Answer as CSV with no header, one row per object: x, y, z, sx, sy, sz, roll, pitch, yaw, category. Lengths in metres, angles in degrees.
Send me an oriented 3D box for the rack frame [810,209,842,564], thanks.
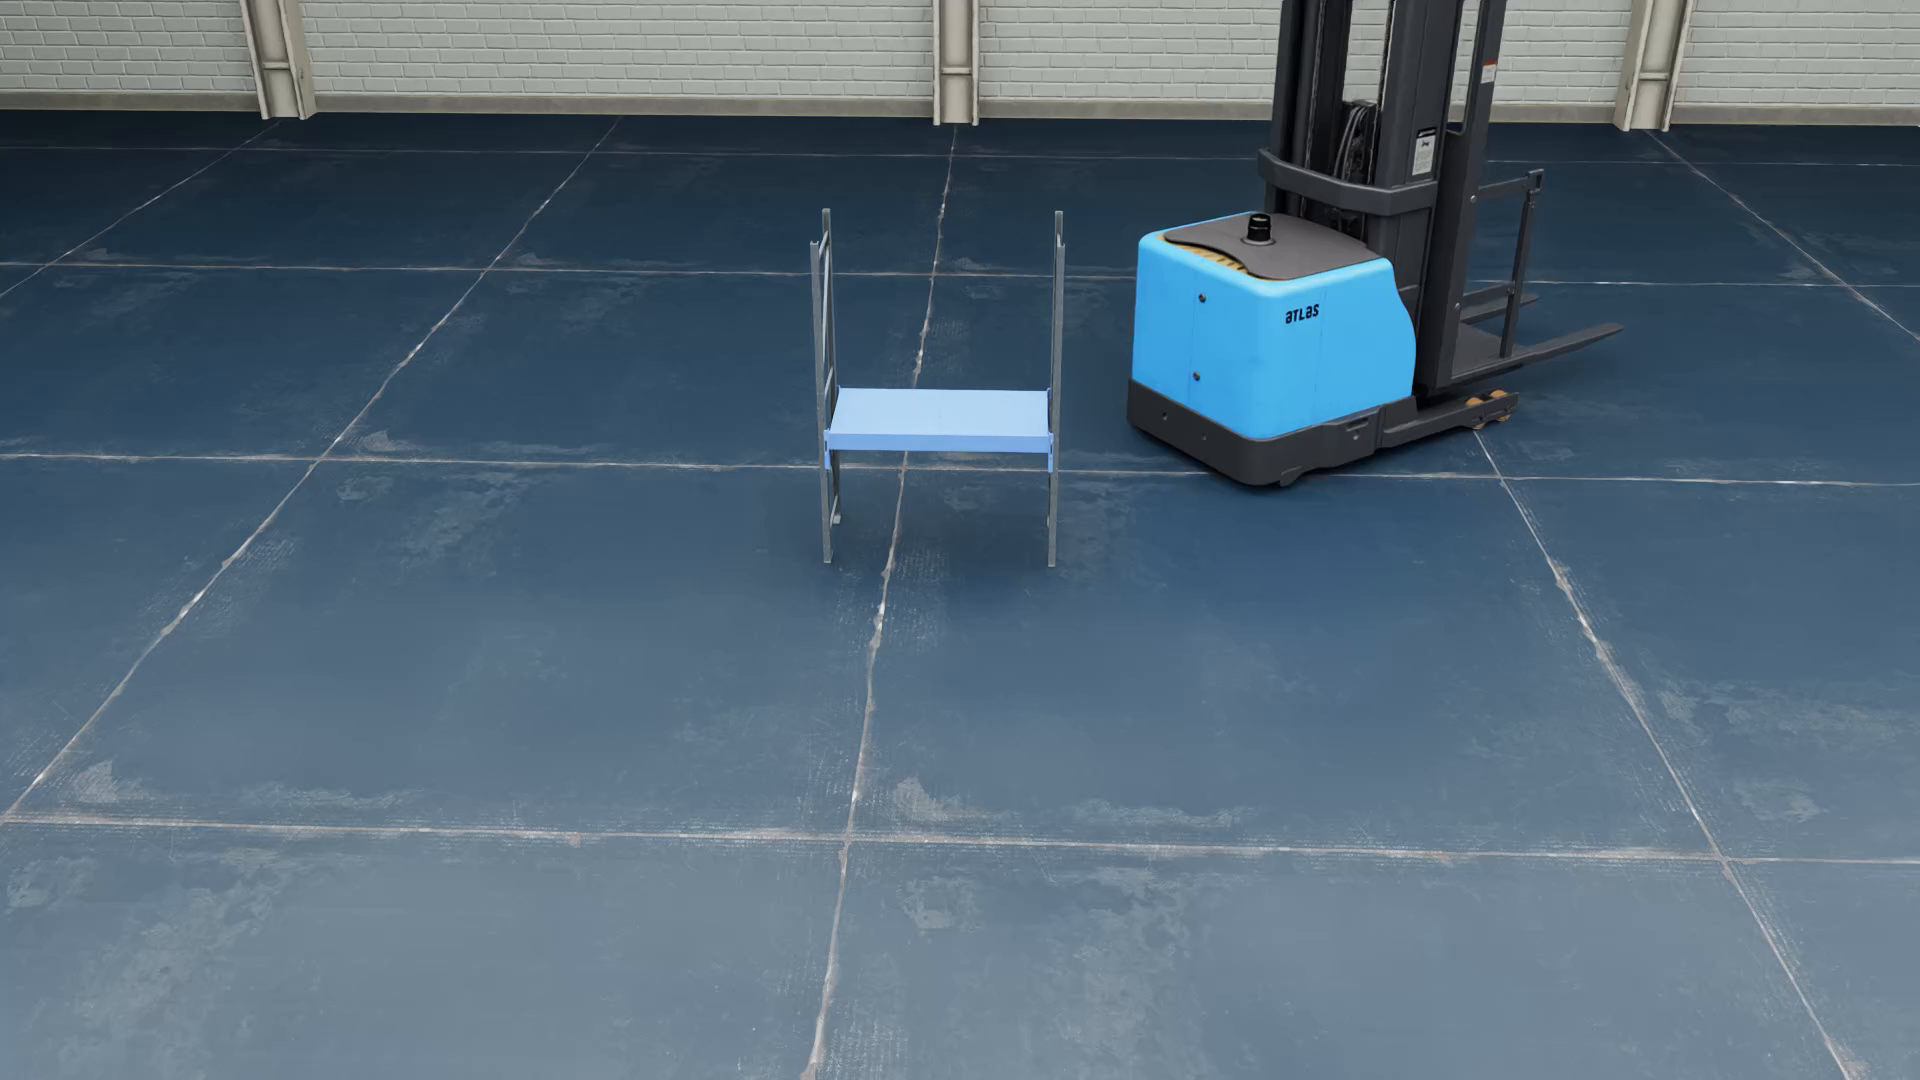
-0.593,-0.672,7.417,0.032,1.500,0.500,1,28,2,rack frame

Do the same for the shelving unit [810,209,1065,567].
-0.085,-0.664,7.401,1.048,1.500,0.538,1,28,2,shelving unit

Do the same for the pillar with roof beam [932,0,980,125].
-0.183,-5.686,8.869,0.400,9.000,9.100,1,28,2,pillar with roof beam

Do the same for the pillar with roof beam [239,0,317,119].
-6.179,-5.785,9.056,0.400,9.000,9.100,1,28,2,pillar with roof beam

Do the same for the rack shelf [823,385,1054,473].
-0.085,-0.505,7.486,1.000,0.185,0.538,1,28,2,rack shelf

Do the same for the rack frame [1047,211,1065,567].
0.423,-0.656,7.386,0.032,1.500,0.500,1,28,2,rack frame

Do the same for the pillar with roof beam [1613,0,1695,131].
5.813,-5.587,8.682,0.400,9.000,9.100,1,28,2,pillar with roof beam

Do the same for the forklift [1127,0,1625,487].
2.395,-2.072,8.529,3.031,2.935,1.130,-17,32,-29,forklift
